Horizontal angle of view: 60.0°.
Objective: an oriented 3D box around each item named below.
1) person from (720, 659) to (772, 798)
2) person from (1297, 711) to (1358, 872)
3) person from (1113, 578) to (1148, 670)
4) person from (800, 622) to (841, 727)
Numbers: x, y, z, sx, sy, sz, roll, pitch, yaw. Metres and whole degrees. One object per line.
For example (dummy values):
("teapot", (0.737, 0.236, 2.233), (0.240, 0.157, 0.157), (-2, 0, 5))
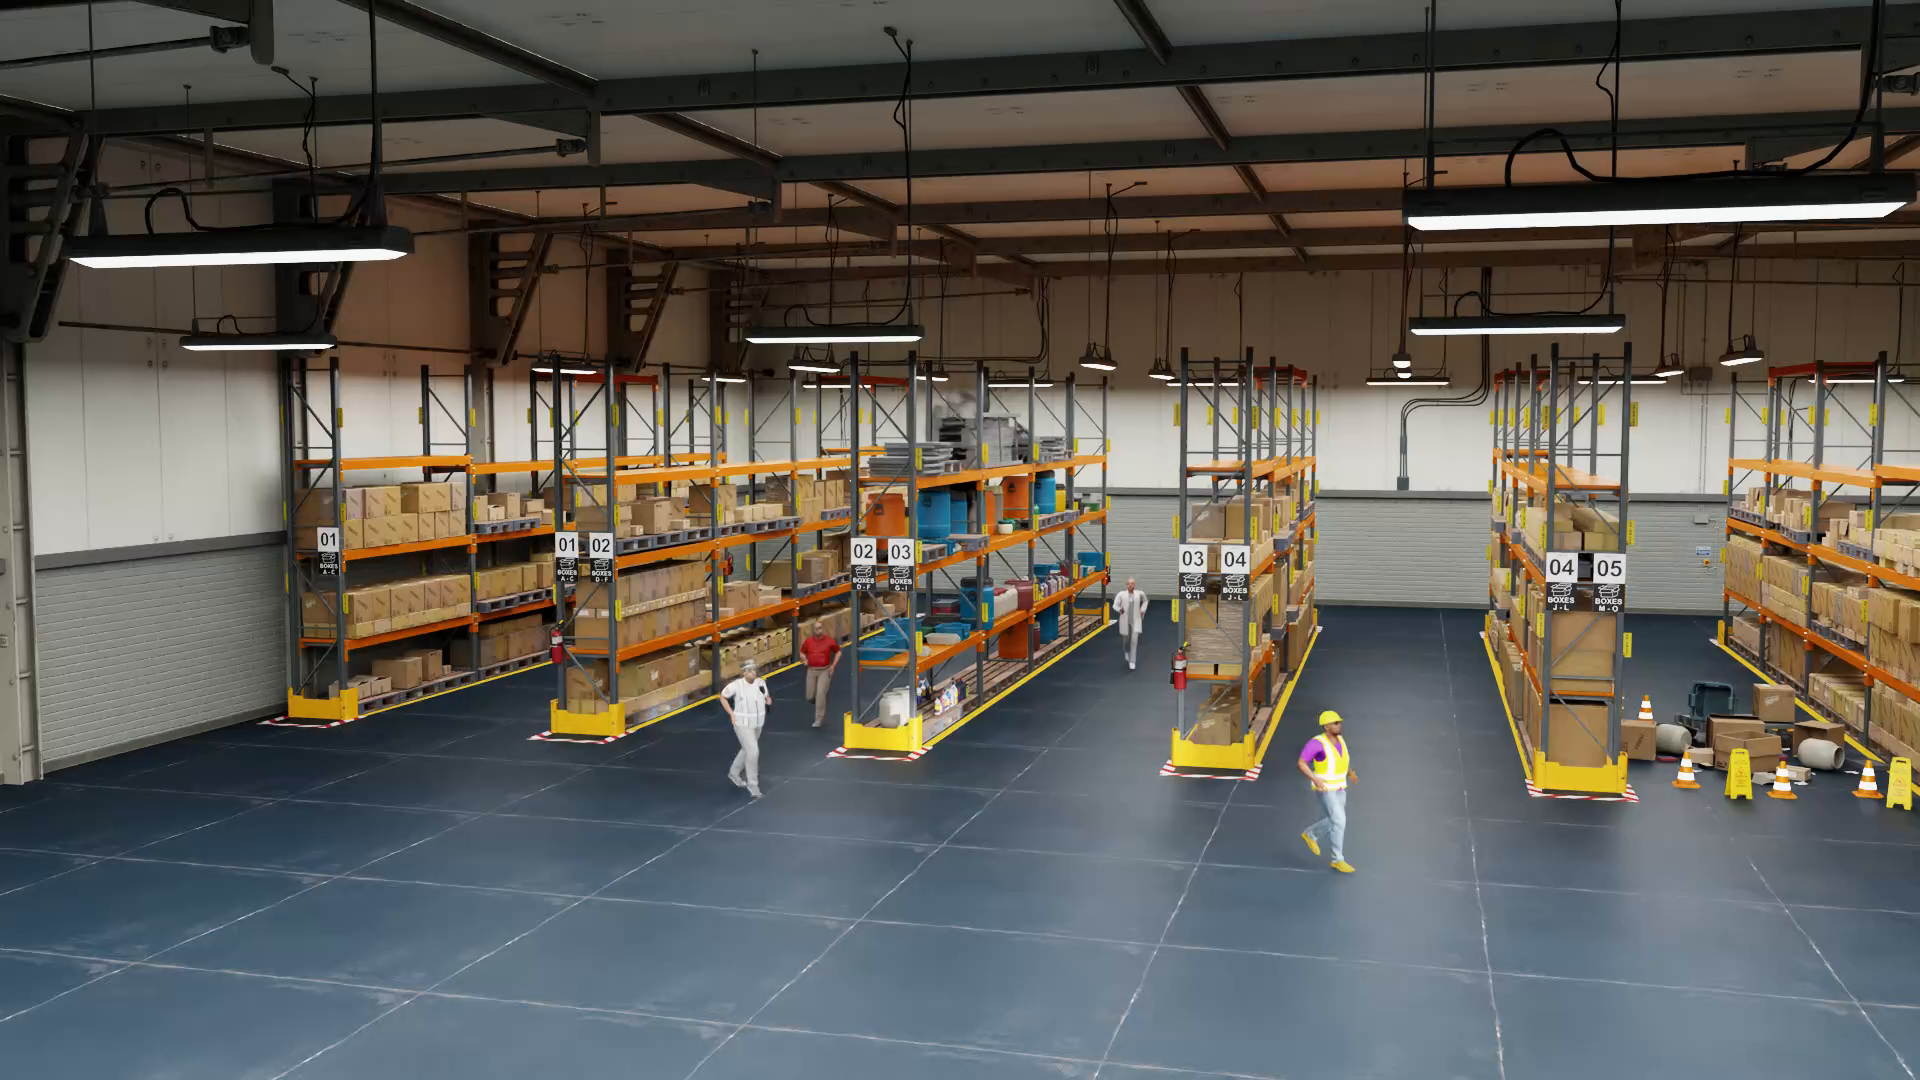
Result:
("person", (-2.826, 2.498, 22.256), (0.811, 1.856, 0.629), (4, 6, 42))
("person", (4.085, 2.769, 18.542), (0.707, 1.754, 0.777), (-4, 6, -42))
("person", (3.423, 1.655, 33.374), (0.712, 1.776, 1.037), (0, 4, 5))
("person", (-2.282, 2.167, 27.097), (0.668, 1.691, 0.741), (1, 4, 11))
